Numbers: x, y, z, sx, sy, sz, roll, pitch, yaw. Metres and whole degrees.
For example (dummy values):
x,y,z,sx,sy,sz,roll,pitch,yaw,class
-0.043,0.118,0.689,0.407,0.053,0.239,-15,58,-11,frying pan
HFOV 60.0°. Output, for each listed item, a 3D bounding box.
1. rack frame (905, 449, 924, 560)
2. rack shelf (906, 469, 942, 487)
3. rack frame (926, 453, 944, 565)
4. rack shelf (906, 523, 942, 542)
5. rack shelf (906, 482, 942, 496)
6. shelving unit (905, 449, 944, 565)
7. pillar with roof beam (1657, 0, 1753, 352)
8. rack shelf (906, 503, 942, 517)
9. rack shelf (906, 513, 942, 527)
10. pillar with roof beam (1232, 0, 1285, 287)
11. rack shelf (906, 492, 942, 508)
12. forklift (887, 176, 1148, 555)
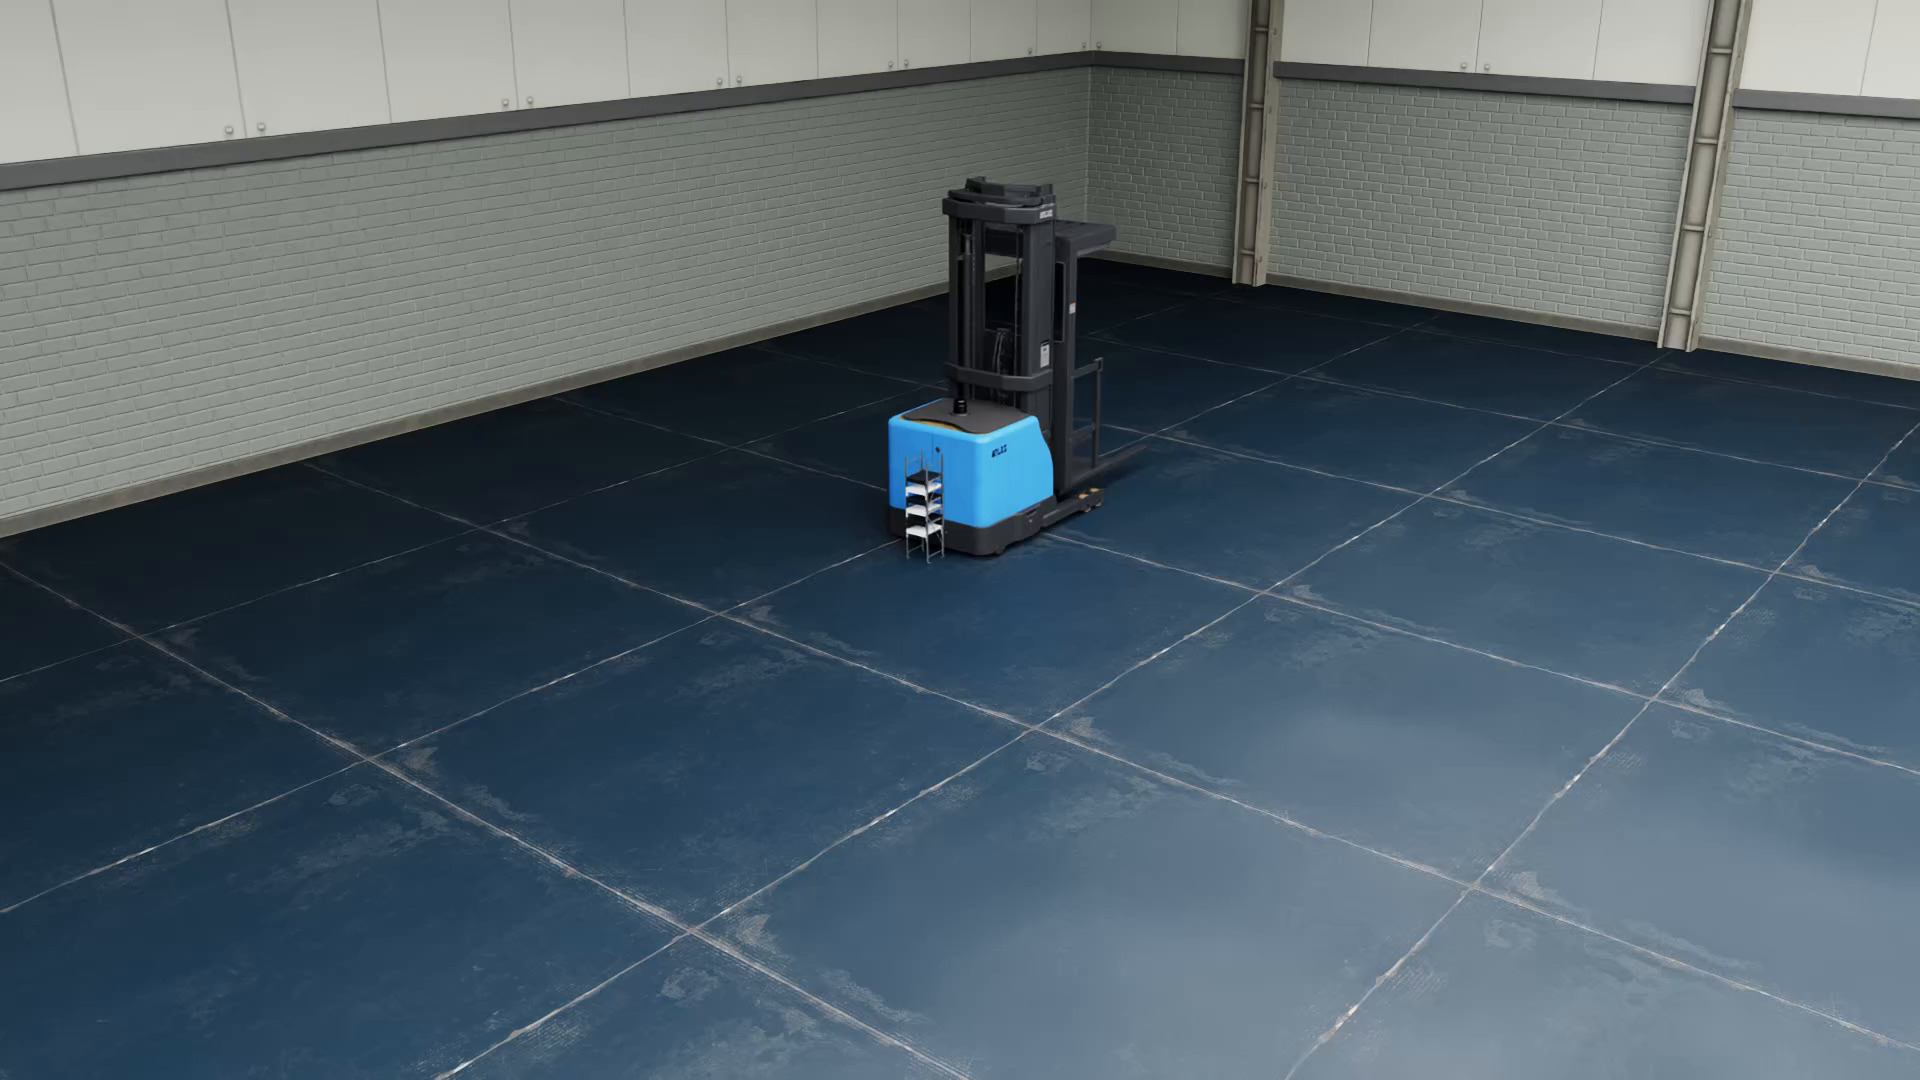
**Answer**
x,y,z,sx,sy,sz,roll,pitch,yaw,class
-0.372,-0.292,13.667,0.006,0.900,0.240,14,25,32,rack frame
-0.288,-0.493,13.530,0.200,0.077,0.258,14,25,32,rack shelf
-0.204,-0.251,13.560,0.006,0.900,0.240,14,25,32,rack frame
-0.288,-0.072,13.689,0.200,0.077,0.258,14,25,32,rack shelf
-0.288,-0.409,13.562,0.200,0.077,0.258,14,25,32,rack shelf
-0.288,-0.272,13.613,0.210,0.900,0.258,14,25,32,shelving unit
6.098,-5.403,15.742,0.400,9.000,9.100,16,26,36,pillar with roof beam
-0.288,-0.241,13.625,0.200,0.077,0.258,14,25,32,rack shelf
-0.288,-0.156,13.657,0.200,0.077,0.258,14,25,32,rack shelf
1.449,-6.742,19.292,0.400,9.000,9.100,16,26,36,pillar with roof beam
-0.288,-0.325,13.593,0.200,0.077,0.258,14,25,32,rack shelf
0.650,-1.705,14.536,1.130,2.935,3.031,14,25,33,forklift
